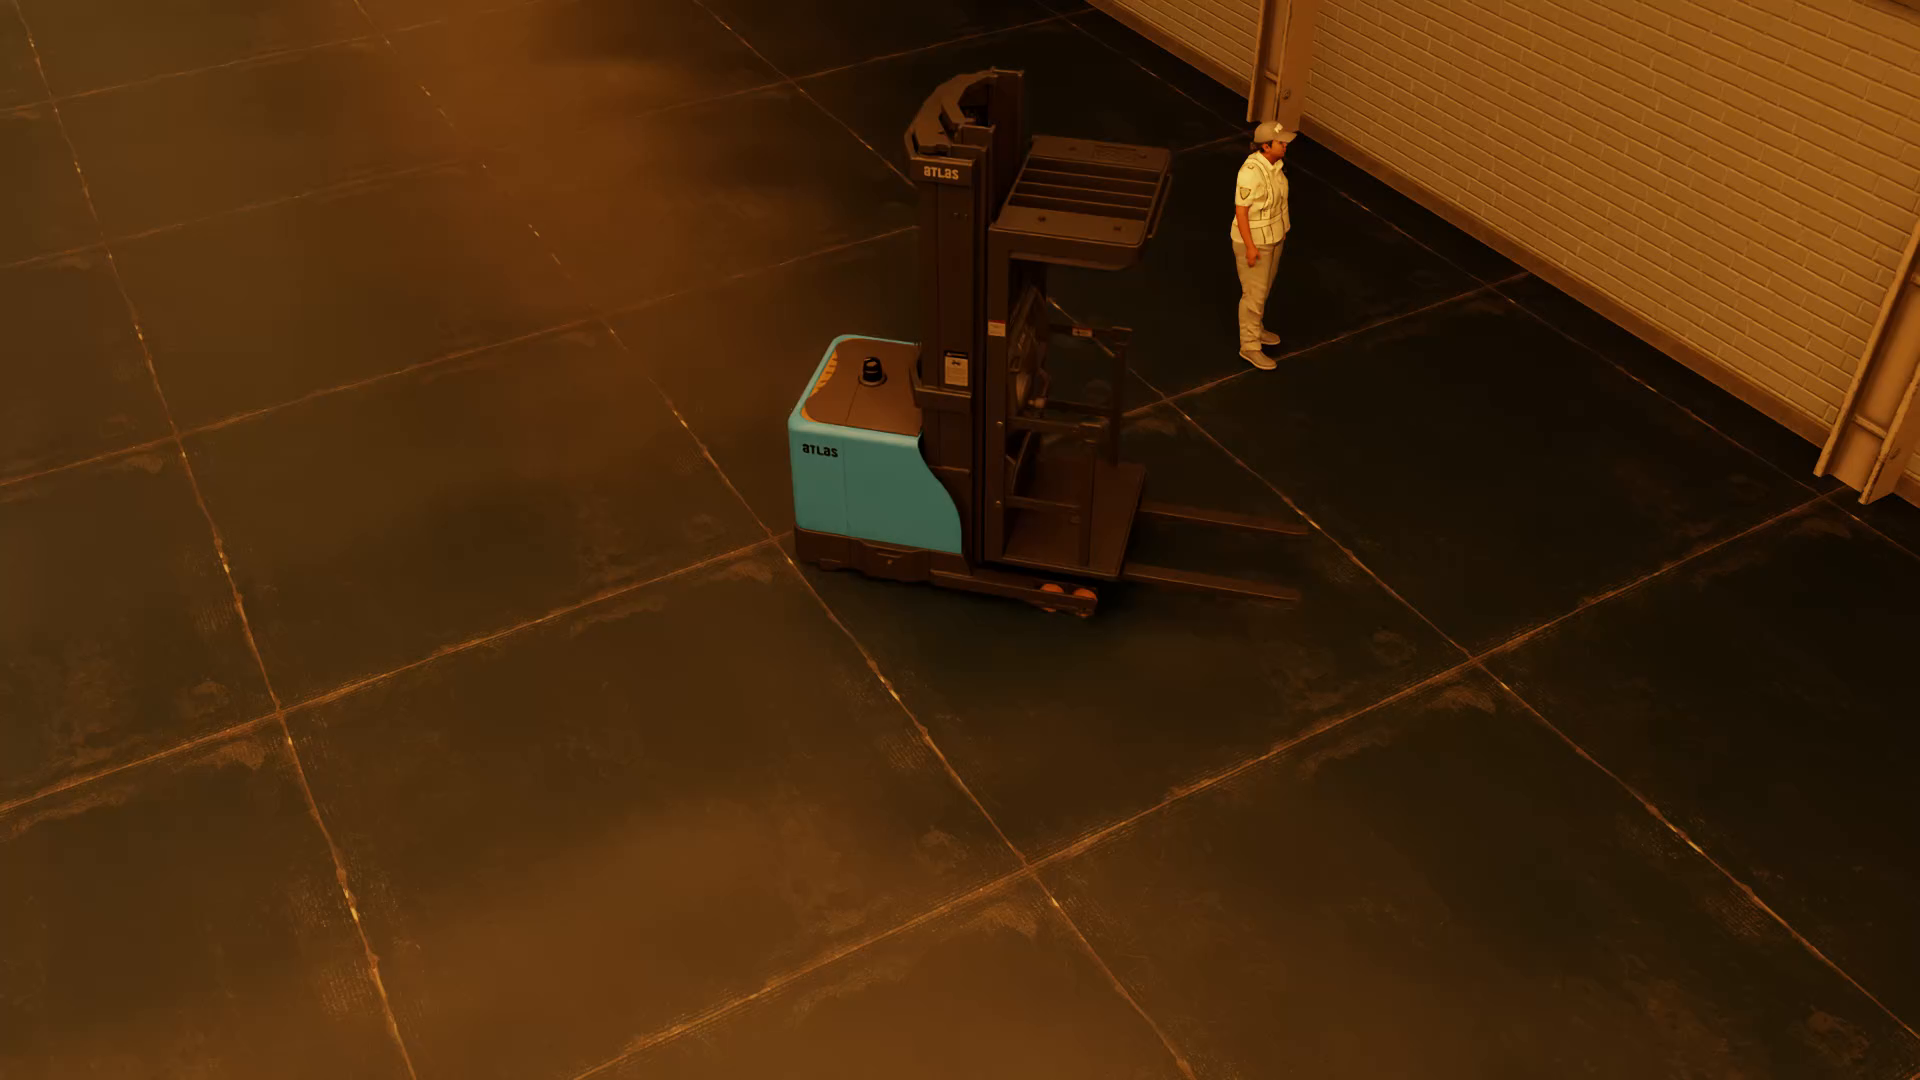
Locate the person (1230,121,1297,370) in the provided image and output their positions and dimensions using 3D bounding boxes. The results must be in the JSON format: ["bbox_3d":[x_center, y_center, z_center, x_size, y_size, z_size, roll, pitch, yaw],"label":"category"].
[{"bbox_3d":[2.143,-2.068,11.509,0.531,1.670,0.596,22,45,25],"label":"person"}]

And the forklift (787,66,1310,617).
[{"bbox_3d":[0.570,-1.052,9.305,3.031,2.935,1.130,9,41,11],"label":"forklift"}]
